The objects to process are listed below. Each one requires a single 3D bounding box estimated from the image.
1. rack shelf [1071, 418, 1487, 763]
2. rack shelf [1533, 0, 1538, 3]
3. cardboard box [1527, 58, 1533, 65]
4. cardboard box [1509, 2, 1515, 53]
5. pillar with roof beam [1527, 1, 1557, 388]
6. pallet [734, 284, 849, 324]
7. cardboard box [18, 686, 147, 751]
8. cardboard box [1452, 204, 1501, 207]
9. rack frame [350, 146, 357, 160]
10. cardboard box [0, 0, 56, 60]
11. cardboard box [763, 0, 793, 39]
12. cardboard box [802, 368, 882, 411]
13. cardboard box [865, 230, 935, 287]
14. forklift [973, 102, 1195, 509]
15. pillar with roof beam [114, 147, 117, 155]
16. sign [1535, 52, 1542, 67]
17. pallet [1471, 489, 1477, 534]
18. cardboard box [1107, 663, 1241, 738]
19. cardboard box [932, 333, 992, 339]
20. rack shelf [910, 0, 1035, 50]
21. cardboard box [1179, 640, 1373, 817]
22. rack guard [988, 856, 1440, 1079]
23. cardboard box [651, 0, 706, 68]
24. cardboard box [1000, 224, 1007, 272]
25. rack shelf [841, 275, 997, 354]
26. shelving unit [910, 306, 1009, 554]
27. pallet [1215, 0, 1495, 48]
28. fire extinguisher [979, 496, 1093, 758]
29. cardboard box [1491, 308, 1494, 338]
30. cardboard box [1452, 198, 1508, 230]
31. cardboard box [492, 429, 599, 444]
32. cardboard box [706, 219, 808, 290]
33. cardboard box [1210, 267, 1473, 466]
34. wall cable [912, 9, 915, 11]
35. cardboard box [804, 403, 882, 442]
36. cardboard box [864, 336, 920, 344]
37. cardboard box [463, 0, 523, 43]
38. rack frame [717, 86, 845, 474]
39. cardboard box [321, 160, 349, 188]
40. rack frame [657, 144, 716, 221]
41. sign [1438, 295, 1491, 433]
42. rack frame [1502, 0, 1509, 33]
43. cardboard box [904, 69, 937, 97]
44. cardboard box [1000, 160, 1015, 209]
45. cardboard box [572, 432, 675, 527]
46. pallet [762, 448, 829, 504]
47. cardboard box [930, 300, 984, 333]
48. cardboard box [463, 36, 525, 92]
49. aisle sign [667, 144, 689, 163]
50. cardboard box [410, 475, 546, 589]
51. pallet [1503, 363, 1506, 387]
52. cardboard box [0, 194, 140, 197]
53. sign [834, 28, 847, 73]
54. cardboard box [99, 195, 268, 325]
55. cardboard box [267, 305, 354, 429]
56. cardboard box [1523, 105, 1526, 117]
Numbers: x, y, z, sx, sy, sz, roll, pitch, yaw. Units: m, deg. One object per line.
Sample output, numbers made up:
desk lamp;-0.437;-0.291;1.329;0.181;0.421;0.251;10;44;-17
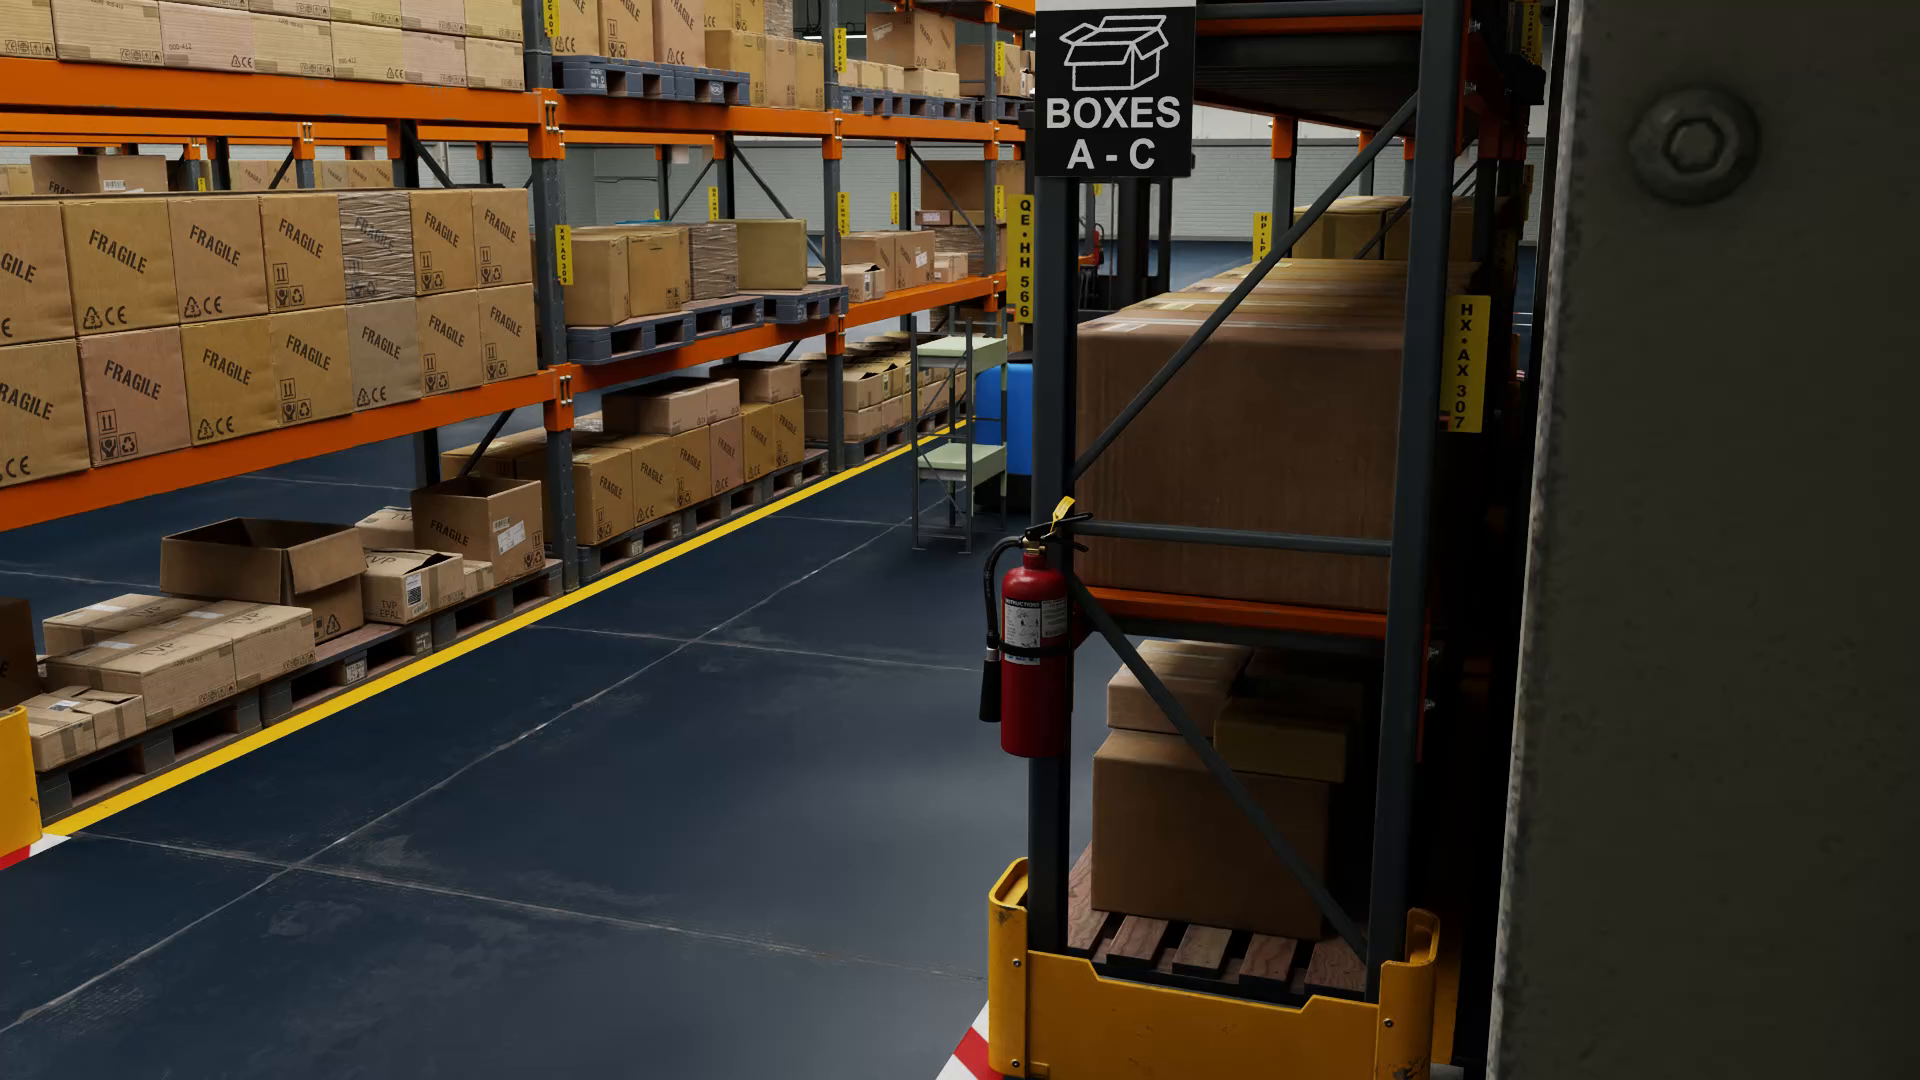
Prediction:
rack shelf;1.324;-0.070;6.169;1.077;0.370;4.000;4;14;18
rack shelf;5.207;-5.520;16.572;1.077;0.370;4.000;4;14;18
cardboard box;4.989;-4.617;15.218;0.500;0.500;0.500;5;14;20
cardboard box;3.041;-3.188;10.259;0.700;0.500;0.500;4;13;15
pillar with roof beam;2.373;-6.393;18.776;9.100;9.000;0.400;4;14;18
pallet;-1.576;-1.798;12.557;1.213;0.211;1.003;4;14;18
cardboard box;-3.470;0.696;6.578;0.380;0.166;0.250;4;14;18
cardboard box;2.687;-1.705;9.095;0.500;0.250;0.500;4;13;17
rack frame;-8.207;-4.438;23.691;1.000;3.000;0.127;4;14;18
cardboard box;-3.604;-1.834;5.880;0.500;0.250;0.500;4;14;18
cardboard box;-1.570;-3.947;12.327;0.500;0.500;0.500;4;14;18
cardboard box;-0.975;-1.266;13.771;0.500;0.311;0.500;5;14;20
cardboard box;-0.563;-2.659;15.673;0.500;0.500;0.500;5;14;22
forklift;1.118;-1.880;12.638;1.130;2.935;3.031;5;14;22
pillar with roof beam;-15.403;-10.568;37.066;9.100;9.000;0.548;4;14;18
sign;6.373;-5.218;18.378;0.100;0.325;0.005;4;14;18
pallet;2.939;-0.164;11.231;1.003;0.211;1.213;4;14;18
cardboard box;0.678;0.504;5.257;0.380;0.149;0.250;4;14;18
cardboard box;0.012;-1.914;16.606;0.500;0.311;0.500;4;14;18
rack shelf;0.518;-5.682;18.175;1.077;0.370;4.000;4;14;18
cardboard box;1.133;0.649;6.079;0.700;0.500;0.500;4;13;17
rack guard;0.669;1.224;4.500;1.175;0.500;0.348;4;14;18
cardboard box;-2.055;-3.344;10.763;0.600;0.600;0.600;4;13;16
cardboard box;0.174;-3.136;17.762;0.700;0.500;0.500;4;14;18
rack shelf;-0.776;-2.110;15.108;1.077;0.370;4.000;4;14;18
shelving unit;0.002;-0.733;10.827;0.431;1.500;0.755;4;14;18
pallet;1.300;-1.833;5.737;1.003;0.211;1.213;4;14;18
fire extinguisher;0.192;0.219;4.301;0.296;0.674;0.183;4;14;18
cardboard box;2.687;-1.340;9.179;0.500;0.500;0.500;4;13;17
cardboard box;3.193;-2.030;10.517;0.500;0.250;0.500;4;13;17
cardboard box;-2.661;-0.421;10.722;0.500;0.500;0.500;4;14;19
cardboard box;-1.520;-2.152;12.509;0.700;0.500;0.500;0;13;-1
cardboard box;1.539;-0.721;6.734;0.980;0.700;0.700;4;13;17
wall cable;-2.471;-16.164;53.942;2.305;6.003;0.169;4;14;18
cardboard box;-0.975;-0.993;13.833;0.500;0.250;0.500;4;14;18
cardboard box;-0.665;-1.845;16.307;0.500;0.311;0.500;4;14;18
cardboard box;-2.617;-2.709;8.586;0.500;0.250;0.500;4;14;18
rack frame;-1.423;-2.040;13.183;1.000;3.000;0.127;4;14;18
cardboard box;-8.471;-4.775;22.027;0.500;0.500;0.500;4;14;18
rack frame;-3.520;-4.081;22.129;1.000;3.000;0.127;4;14;18
sign;1.200;-0.419;3.959;0.100;0.325;0.005;4;14;18
rack frame;1.971;-3.766;7.267;1.000;3.000;0.127;4;14;18
cardboard box;-0.512;-4.231;15.436;0.500;0.250;0.500;3;13;13
cardboard box;0.171;-3.763;17.596;0.700;0.500;0.500;4;14;18
cardboard box;-2.168;-0.391;10.587;0.500;0.500;0.500;5;14;19
pallet;-1.700;-0.526;12.817;1.003;0.211;1.213;4;14;18
cardboard box;-0.013;-2.329;18.003;0.500;0.500;0.500;4;14;18
cardboard box;-2.623;-2.465;8.644;0.500;0.250;0.500;4;14;18
aisle sign;-3.774;-5.385;21.999;0.394;0.787;0.004;4;14;18
cardboard box;-2.633;-0.053;9.107;0.500;0.500;0.500;4;14;18
pallet;5.533;-1.824;18.506;1.003;0.211;1.213;4;14;18
cardboard box;-3.801;-1.221;7.124;0.500;0.500;0.500;5;14;20
sign;-0.910;-3.715;12.619;0.100;0.325;0.005;4;14;18
cardboard box;-3.290;-1.181;6.952;0.500;0.500;0.500;5;14;19
cardboard box;-3.128;-0.798;7.519;0.500;0.500;0.500;5;14;19
cardboard box;4.957;-4.132;15.339;0.500;0.500;0.500;5;14;20
